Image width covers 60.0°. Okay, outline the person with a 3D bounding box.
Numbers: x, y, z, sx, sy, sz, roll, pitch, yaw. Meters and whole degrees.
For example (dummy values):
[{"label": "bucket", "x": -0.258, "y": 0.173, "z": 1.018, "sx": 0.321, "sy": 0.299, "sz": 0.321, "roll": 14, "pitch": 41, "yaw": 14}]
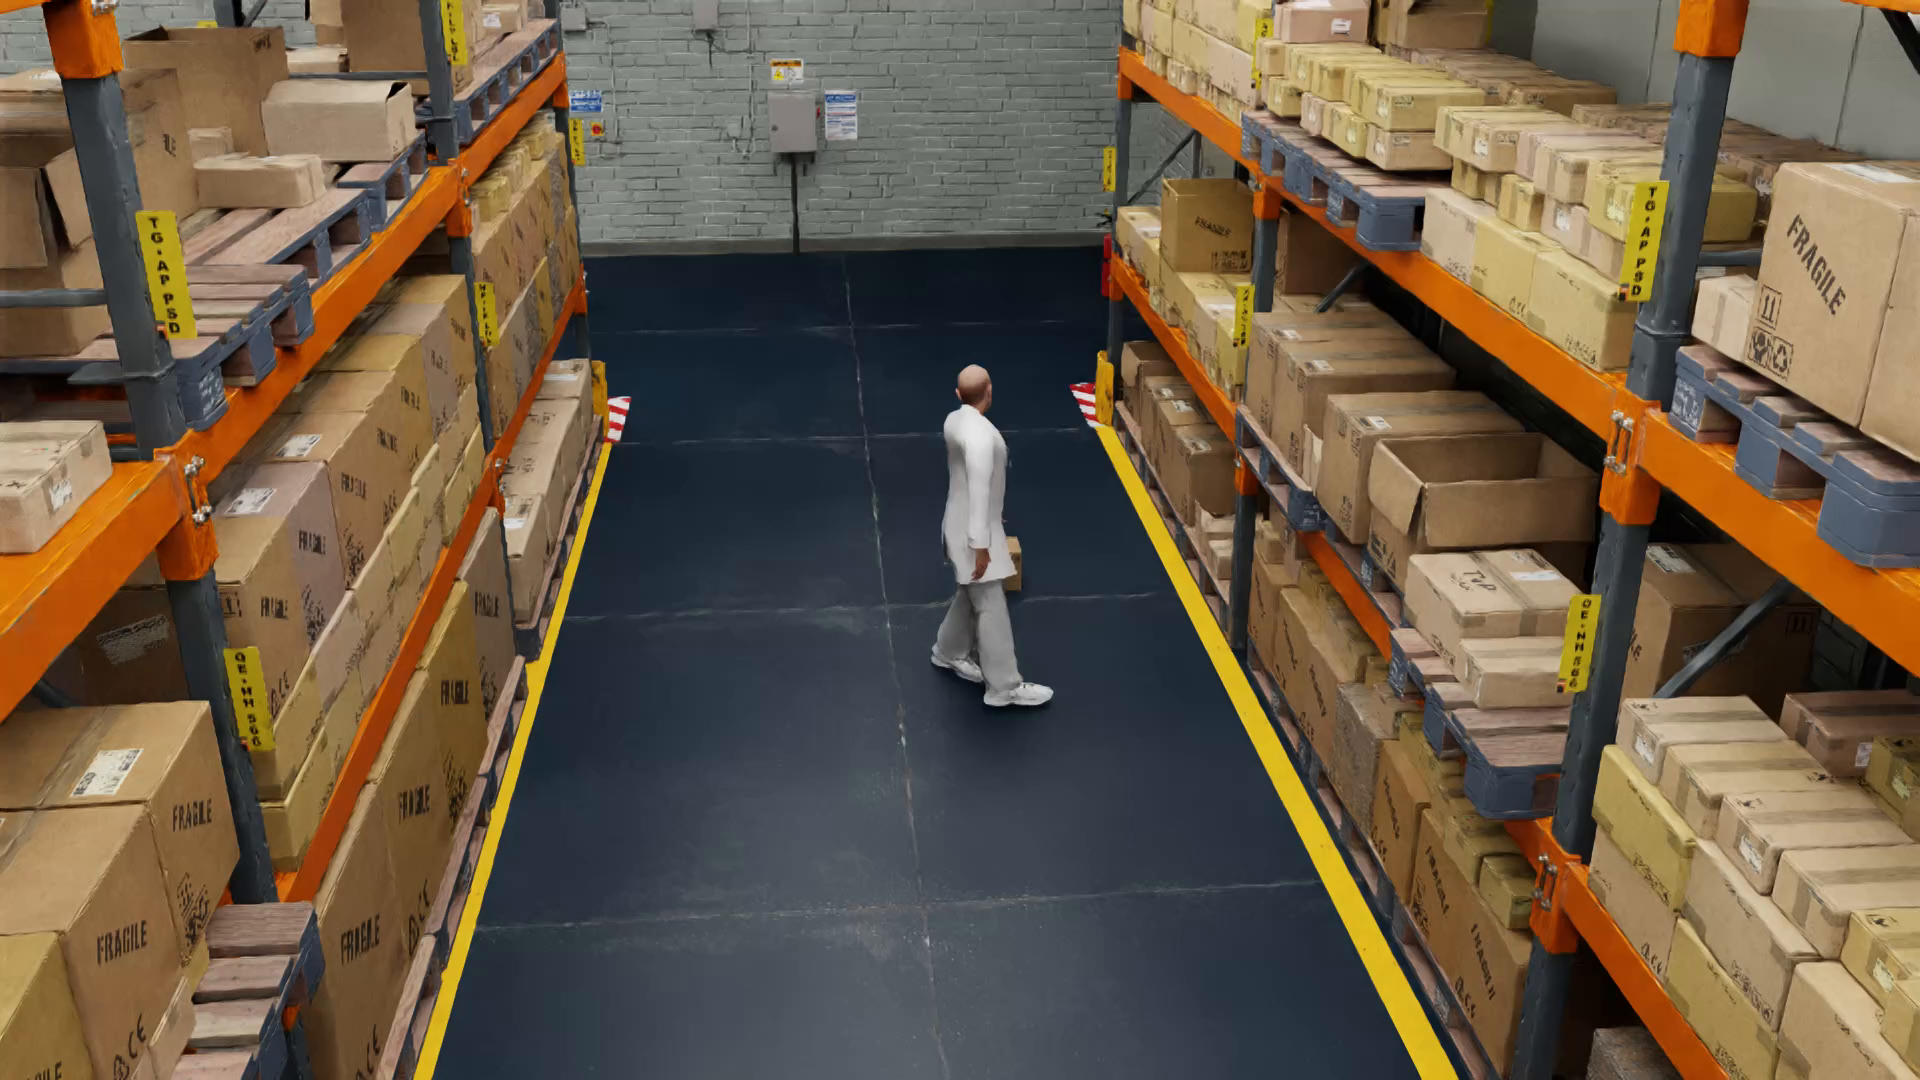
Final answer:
[{"label": "person", "x": 0.164, "y": -0.027, "z": 8.727, "sx": 0.619, "sy": 1.771, "sz": 0.682, "roll": -2, "pitch": 23, "yaw": -4}]
